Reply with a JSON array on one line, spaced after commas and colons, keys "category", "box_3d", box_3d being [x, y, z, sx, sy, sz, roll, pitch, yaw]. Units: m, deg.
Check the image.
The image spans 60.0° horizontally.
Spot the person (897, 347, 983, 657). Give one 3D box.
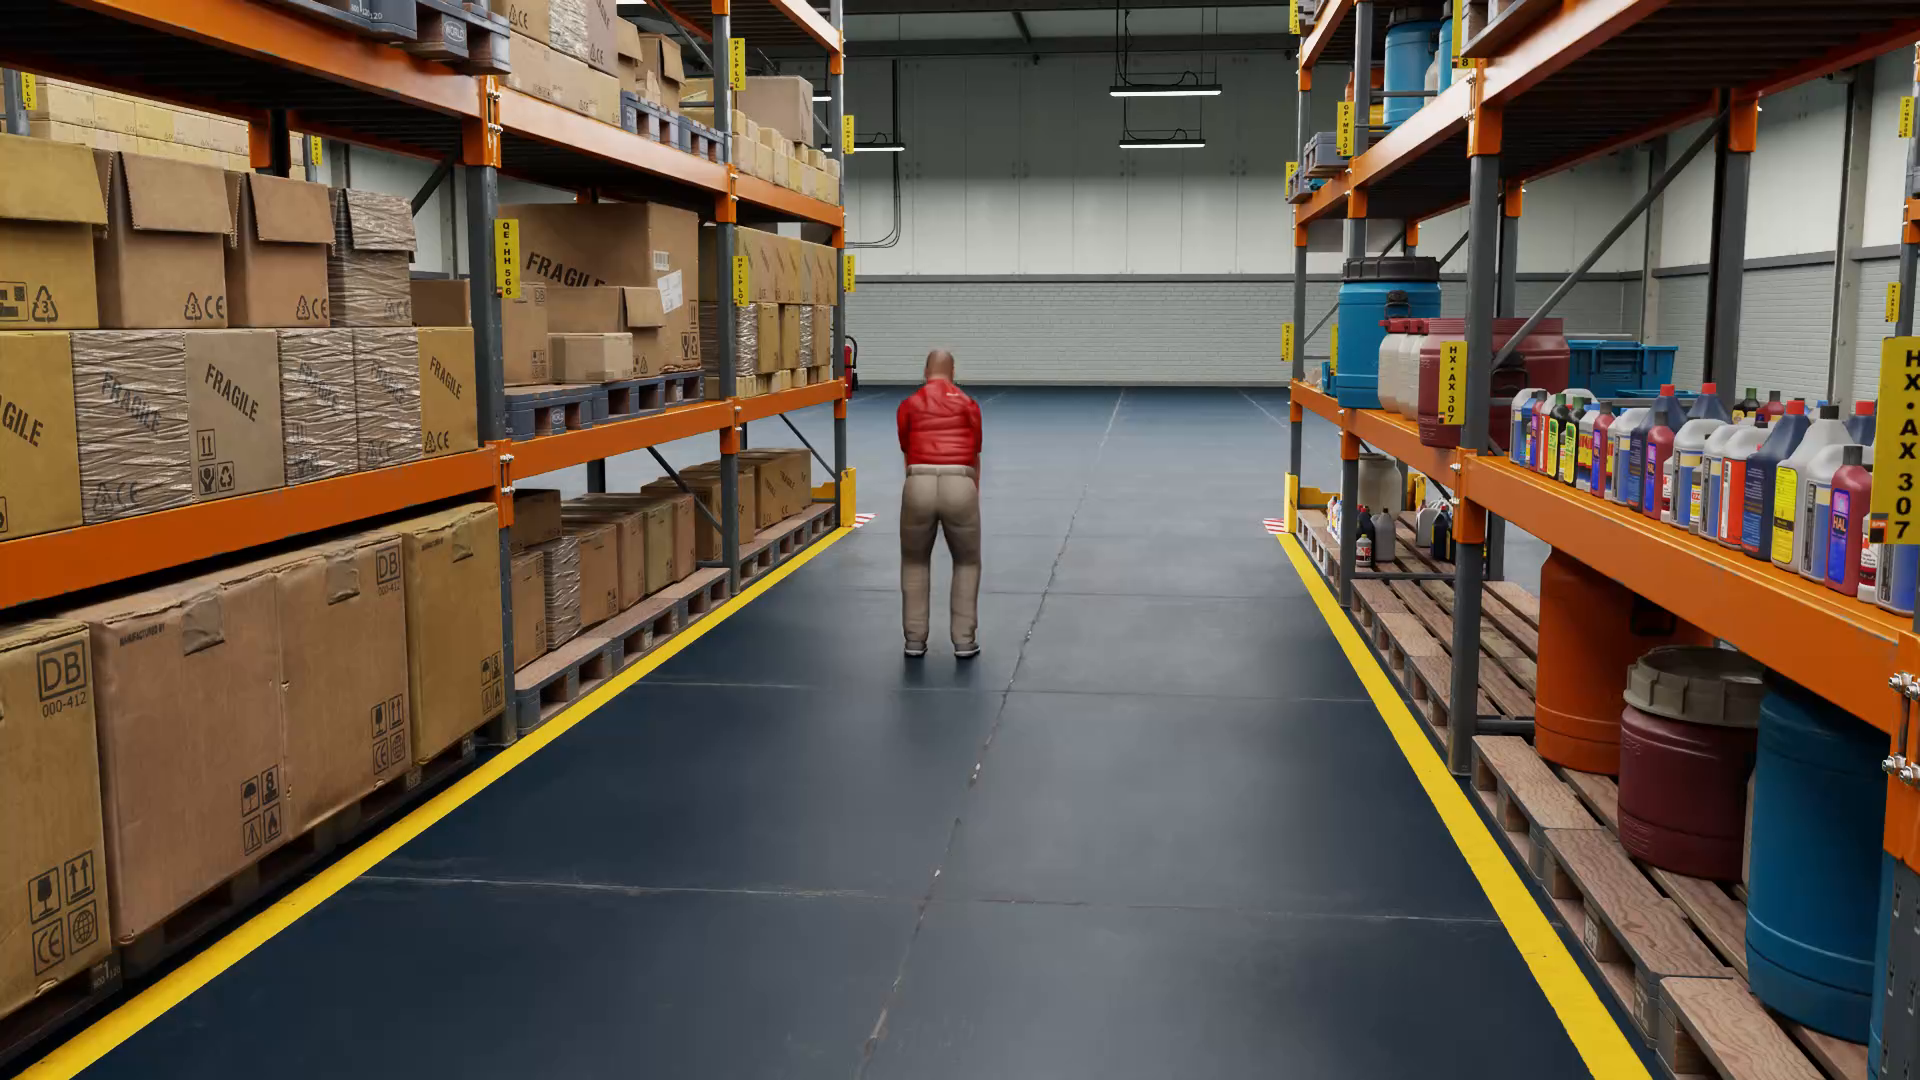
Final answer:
[{"category": "person", "box_3d": [-0.113, -0.212, 9.162, 0.477, 1.684, 0.589, 1, 8, 5]}]
